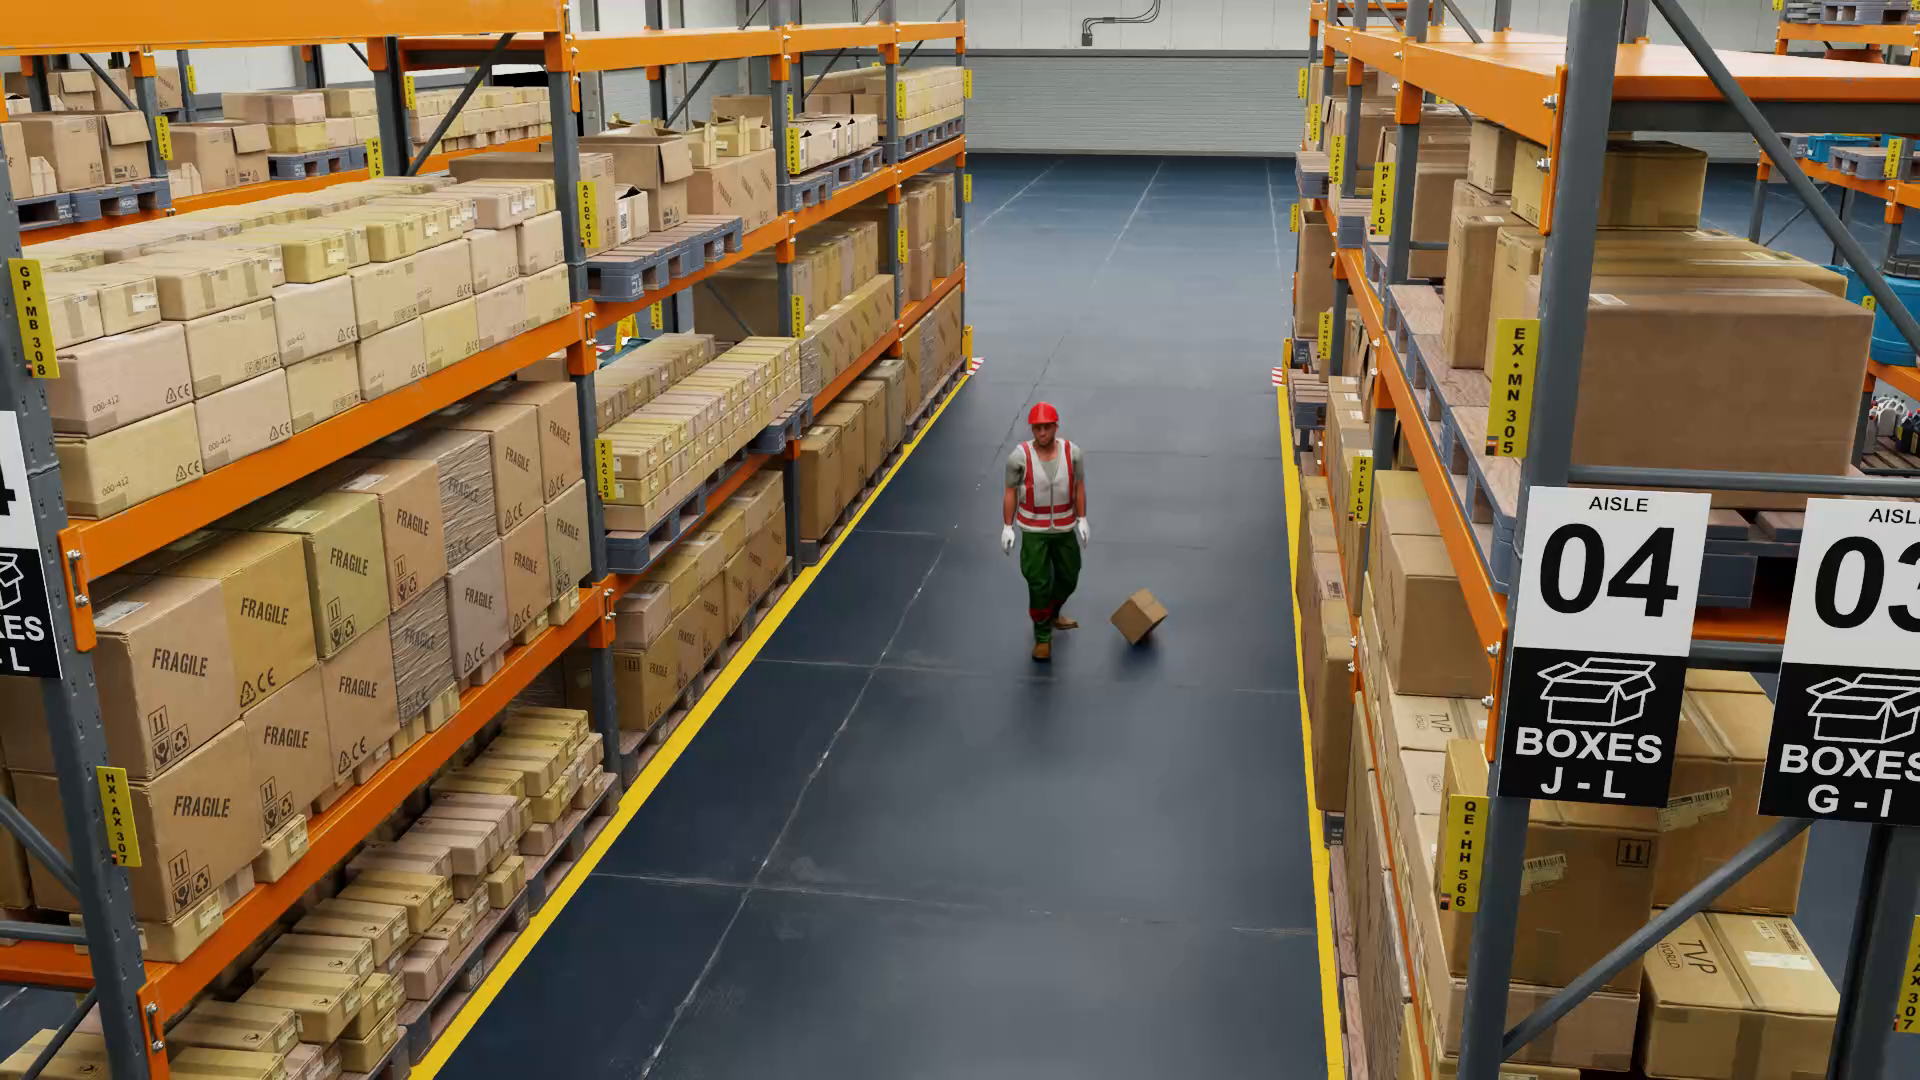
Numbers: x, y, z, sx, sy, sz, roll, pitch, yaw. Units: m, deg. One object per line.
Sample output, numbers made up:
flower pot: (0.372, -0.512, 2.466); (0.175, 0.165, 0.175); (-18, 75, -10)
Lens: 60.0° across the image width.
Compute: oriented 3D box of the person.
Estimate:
person: (0.574, -0.099, 11.332); (0.612, 1.781, 0.577); (-4, 18, -11)
